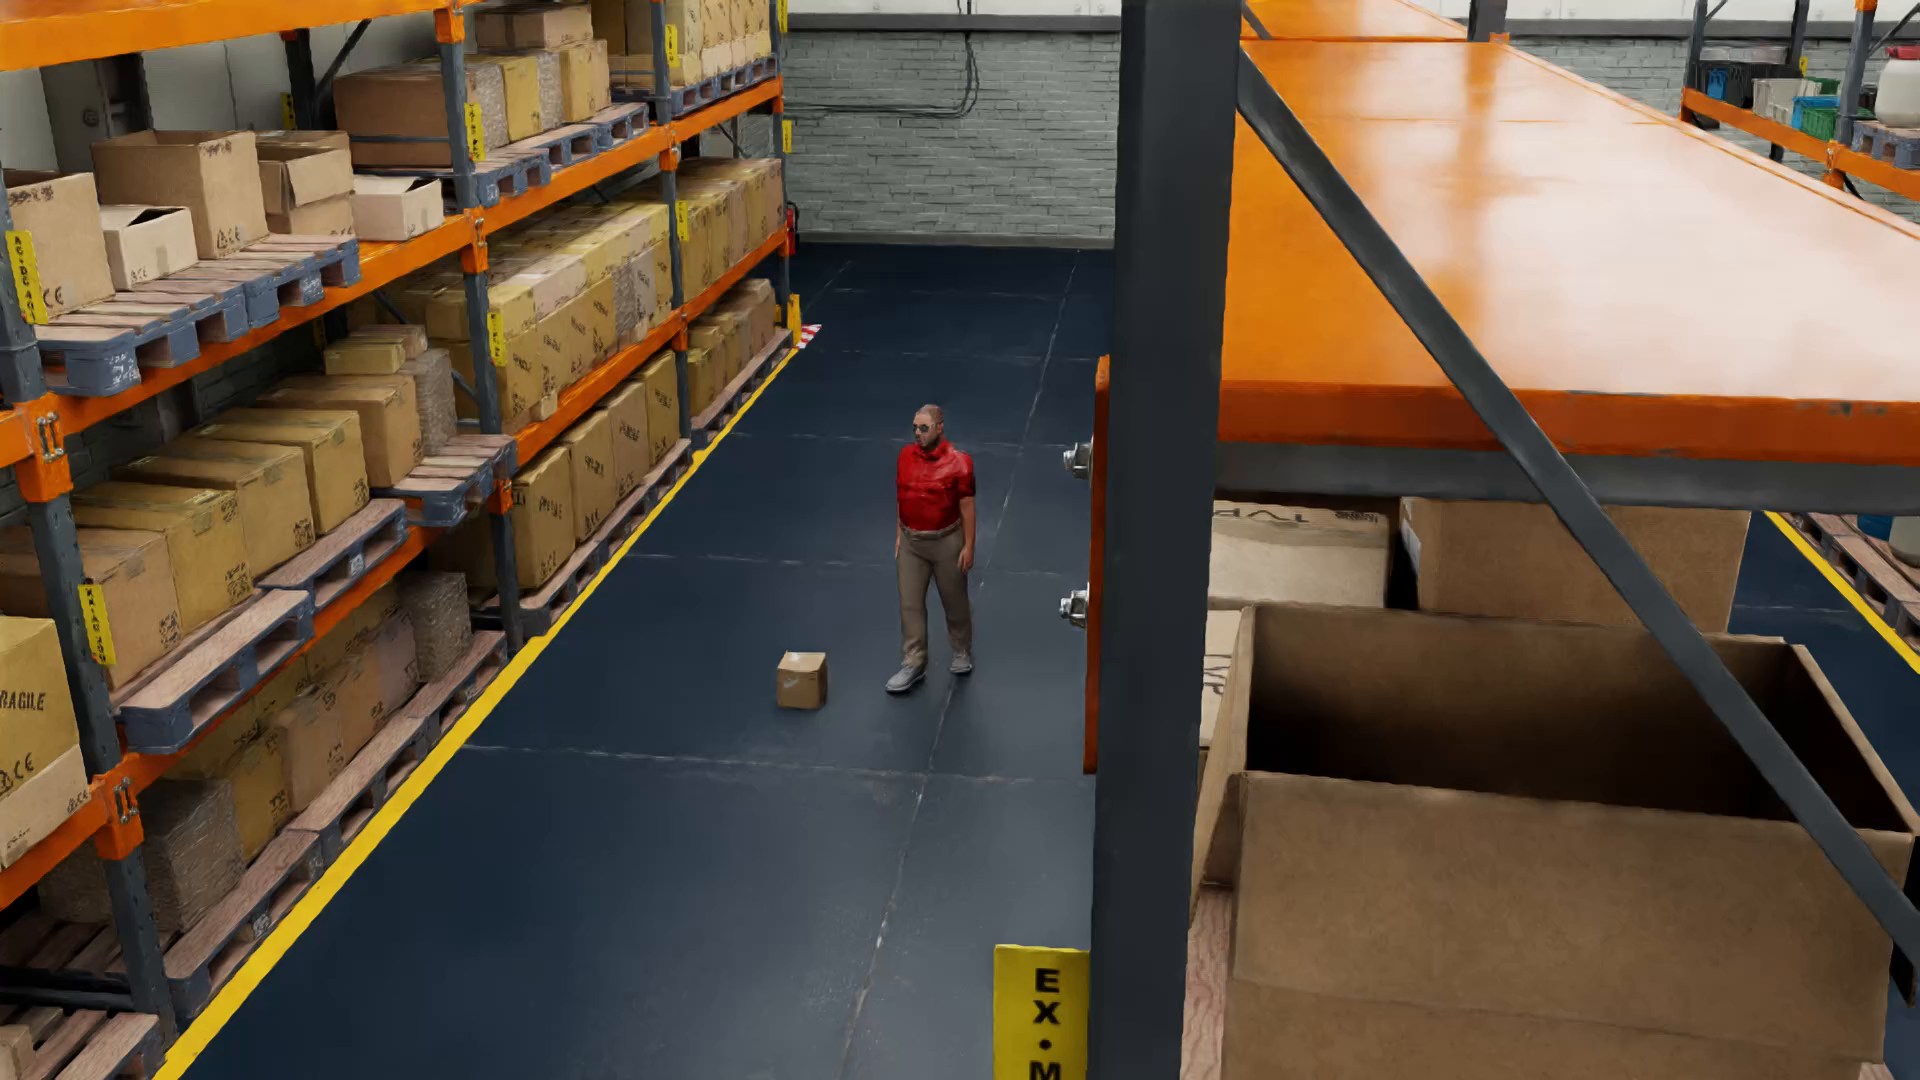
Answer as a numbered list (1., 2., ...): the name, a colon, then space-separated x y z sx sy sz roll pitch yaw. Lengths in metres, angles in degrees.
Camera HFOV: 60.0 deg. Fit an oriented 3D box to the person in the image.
1. person: -0.176 0.029 10.011 0.543 1.720 0.700 9 23 23
